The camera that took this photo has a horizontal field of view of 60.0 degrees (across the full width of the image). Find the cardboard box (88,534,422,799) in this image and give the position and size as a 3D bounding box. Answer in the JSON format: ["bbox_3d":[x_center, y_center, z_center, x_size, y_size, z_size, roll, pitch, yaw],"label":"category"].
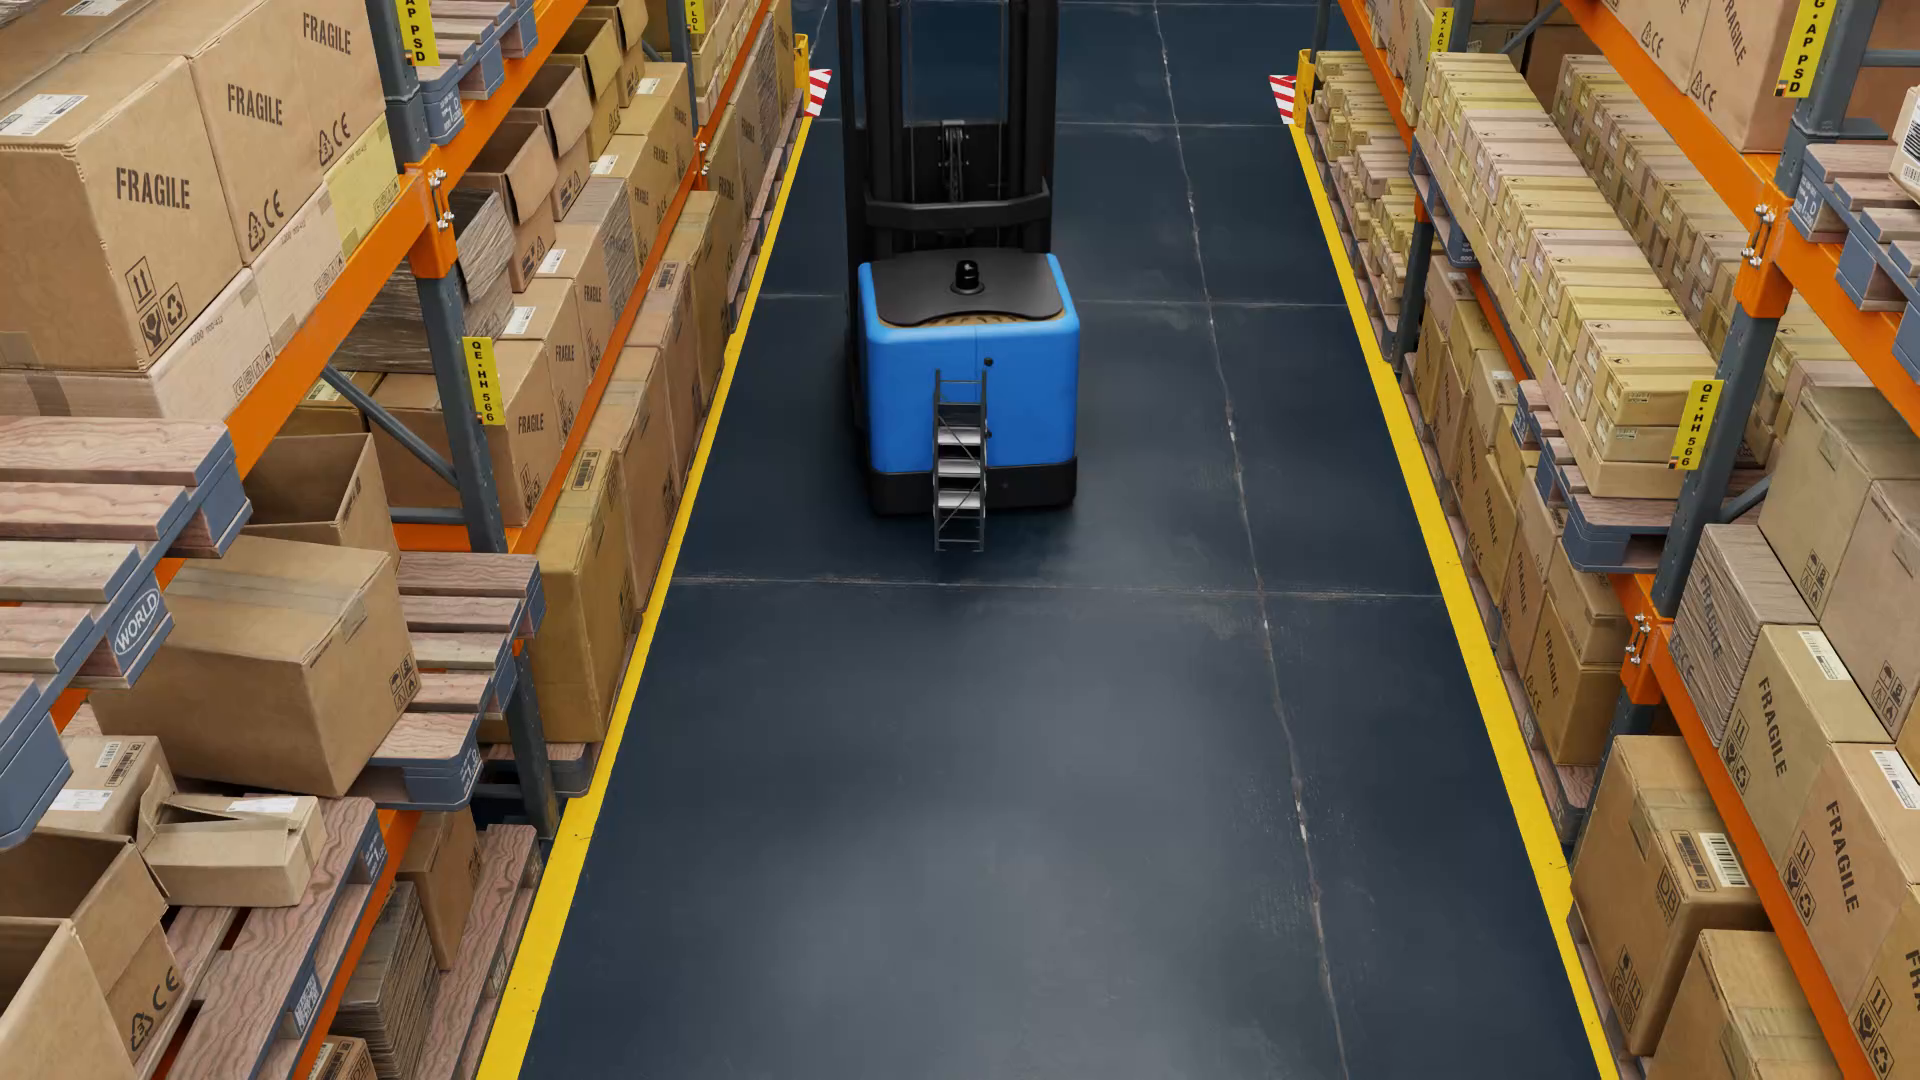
[{"bbox_3d":[-2.005,0.338,4.708,0.700,0.500,0.500,6,36,9],"label":"cardboard box"}]

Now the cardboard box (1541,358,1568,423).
[{"bbox_3d":[2.434,-0.564,6.297,0.380,0.149,0.250,2,35,3],"label":"cardboard box"}]

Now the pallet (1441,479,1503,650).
[{"bbox_3d":[2.936,0.082,7.950,1.003,0.211,1.213,1,35,2],"label":"pallet"}]

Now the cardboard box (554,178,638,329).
[{"bbox_3d":[-1.751,-1.275,7.369,0.500,0.500,0.500,1,35,2],"label":"cardboard box"}]

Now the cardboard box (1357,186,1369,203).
[{"bbox_3d":[2.807,-2.190,10.872,0.380,0.149,0.250,2,35,3],"label":"cardboard box"}]

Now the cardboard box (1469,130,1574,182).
[{"bbox_3d":[2.497,-1.708,7.407,0.380,0.149,0.250,1,35,1],"label":"cardboard box"}]

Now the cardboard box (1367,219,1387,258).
[{"bbox_3d":[2.699,-1.834,10.107,0.380,0.149,0.250,0,35,0],"label":"cardboard box"}]

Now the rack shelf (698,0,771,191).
[{"bbox_3d":[-1.859,-3.236,10.872,1.077,0.370,4.000,1,35,2],"label":"rack shelf"}]

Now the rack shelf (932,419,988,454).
[{"bbox_3d":[0.000,-0.493,7.914,0.258,0.077,0.200,1,35,2],"label":"rack shelf"}]

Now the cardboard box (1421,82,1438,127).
[{"bbox_3d":[2.537,-2.184,8.343,0.380,0.149,0.250,2,35,3],"label":"cardboard box"}]

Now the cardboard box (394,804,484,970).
[{"bbox_3d":[-2.107,1.145,5.804,0.700,0.500,0.500,0,35,-1],"label":"cardboard box"}]

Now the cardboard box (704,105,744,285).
[{"bbox_3d":[-1.833,-2.061,10.057,0.875,0.875,0.875,1,35,2],"label":"cardboard box"}]

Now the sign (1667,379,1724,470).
[{"bbox_3d":[2.309,-0.359,5.214,0.100,0.325,0.005,1,35,2],"label":"sign"}]

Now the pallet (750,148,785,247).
[{"bbox_3d":[-1.785,-2.378,11.451,1.003,0.211,1.213,1,35,2],"label":"pallet"}]

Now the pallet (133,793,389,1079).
[{"bbox_3d":[-2.139,1.133,4.195,1.003,0.211,1.213,1,35,2],"label":"pallet"}]

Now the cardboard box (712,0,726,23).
[{"bbox_3d":[-1.638,-3.301,9.557,0.500,0.500,0.500,1,35,2],"label":"cardboard box"}]

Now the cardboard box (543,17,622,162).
[{"bbox_3d":[-1.996,-2.072,7.630,0.797,0.503,0.637,2,35,2],"label":"cardboard box"}]

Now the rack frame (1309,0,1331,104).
[{"bbox_3d":[3.173,-4.507,12.054,1.000,3.000,0.127,1,35,2],"label":"rack frame"}]

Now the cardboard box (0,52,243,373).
[{"bbox_3d":[-1.915,-0.697,3.503,0.500,0.500,0.500,2,35,3],"label":"cardboard box"}]

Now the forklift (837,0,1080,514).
[{"bbox_3d":[-0.086,-2.160,8.775,1.130,2.935,3.031,-4,35,-5],"label":"forklift"}]

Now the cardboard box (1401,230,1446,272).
[{"bbox_3d":[2.766,-1.668,9.612,0.380,0.149,0.250,2,35,3],"label":"cardboard box"}]

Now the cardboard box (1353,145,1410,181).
[{"bbox_3d":[2.745,-2.419,10.680,0.380,0.149,0.250,0,35,0],"label":"cardboard box"}]

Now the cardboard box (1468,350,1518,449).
[{"bbox_3d":[2.675,-0.647,7.719,0.500,0.250,0.500,3,35,4],"label":"cardboard box"}]

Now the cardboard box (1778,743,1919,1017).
[{"bbox_3d":[2.525,0.882,4.299,0.500,0.500,0.500,1,35,2],"label":"cardboard box"}]

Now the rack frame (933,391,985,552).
[{"bbox_3d":[-0.004,-0.314,7.915,0.240,0.900,0.006,1,35,2],"label":"rack frame"}]

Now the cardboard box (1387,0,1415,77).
[{"bbox_3d":[2.771,-2.954,9.499,0.500,0.500,0.500,0,35,1],"label":"cardboard box"}]

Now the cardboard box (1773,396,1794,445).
[{"bbox_3d":[3.071,-0.374,5.769,0.380,0.149,0.250,3,35,4],"label":"cardboard box"}]

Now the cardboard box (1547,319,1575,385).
[{"bbox_3d":[2.433,-0.700,6.233,0.380,0.149,0.250,2,35,3],"label":"cardboard box"}]

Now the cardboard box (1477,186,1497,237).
[{"bbox_3d":[2.489,-1.430,7.271,0.380,0.149,0.250,1,35,1],"label":"cardboard box"}]

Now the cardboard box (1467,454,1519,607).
[{"bbox_3d":[2.646,-0.046,7.516,0.500,0.500,0.500,0,35,0],"label":"cardboard box"}]

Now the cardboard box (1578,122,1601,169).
[{"bbox_3d":[3.171,-1.873,7.900,0.380,0.149,0.250,3,35,4],"label":"cardboard box"}]

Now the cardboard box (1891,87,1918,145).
[{"bbox_3d":[2.678,-1.060,4.307,0.380,0.149,0.250,0,35,0],"label":"cardboard box"}]

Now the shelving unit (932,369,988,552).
[{"bbox_3d":[0.000,-0.373,7.998,0.258,0.900,0.210,1,35,2],"label":"shelving unit"}]

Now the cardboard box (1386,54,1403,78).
[{"bbox_3d":[2.778,-2.883,9.961,0.380,0.149,0.250,0,35,0],"label":"cardboard box"}]

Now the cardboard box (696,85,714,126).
[{"bbox_3d":[-1.595,-2.441,9.333,0.380,0.149,0.250,1,35,2],"label":"cardboard box"}]

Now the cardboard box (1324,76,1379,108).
[{"bbox_3d":[2.783,-3.160,11.734,0.380,0.149,0.250,1,35,2],"label":"cardboard box"}]

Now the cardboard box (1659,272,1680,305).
[{"bbox_3d":[3.122,-0.994,6.909,0.380,0.149,0.250,2,35,3],"label":"cardboard box"}]

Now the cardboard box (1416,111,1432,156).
[{"bbox_3d":[2.537,-2.062,8.429,0.380,0.149,0.250,0,35,0],"label":"cardboard box"}]

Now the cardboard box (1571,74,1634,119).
[{"bbox_3d":[3.181,-2.132,8.010,0.380,0.149,0.250,0,35,0],"label":"cardboard box"}]

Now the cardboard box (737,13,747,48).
[{"bbox_3d":[-1.544,-3.186,10.393,0.380,0.149,0.250,2,35,2],"label":"cardboard box"}]

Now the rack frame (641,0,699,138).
[{"bbox_3d":[-1.940,-2.382,9.030,1.000,3.000,0.127,1,35,2],"label":"rack frame"}]

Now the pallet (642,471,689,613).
[{"bbox_3d":[-1.942,-0.093,8.198,1.003,0.211,1.213,1,35,2],"label":"pallet"}]

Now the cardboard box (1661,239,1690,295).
[{"bbox_3d":[3.122,-1.114,6.822,0.380,0.149,0.250,1,35,1],"label":"cardboard box"}]

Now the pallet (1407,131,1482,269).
[{"bbox_3d":[2.836,-1.695,8.219,1.003,0.211,1.213,1,35,2],"label":"pallet"}]

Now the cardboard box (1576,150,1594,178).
[{"bbox_3d":[3.172,-1.753,7.989,0.380,0.149,0.250,1,35,2],"label":"cardboard box"}]

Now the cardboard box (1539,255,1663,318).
[{"bbox_3d":[2.443,-0.964,6.348,0.380,0.149,0.250,2,35,3],"label":"cardboard box"}]

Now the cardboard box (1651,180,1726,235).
[{"bbox_3d":[3.129,-1.383,6.944,0.380,0.149,0.250,1,35,1],"label":"cardboard box"}]

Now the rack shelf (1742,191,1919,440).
[{"bbox_3d":[2.771,0.305,3.224,1.077,0.370,4.000,1,35,2],"label":"rack shelf"}]

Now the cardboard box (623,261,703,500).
[{"bbox_3d":[-1.981,-0.802,8.266,1.225,0.875,0.875,0,35,0],"label":"cardboard box"}]

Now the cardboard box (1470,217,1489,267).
[{"bbox_3d":[2.490,-1.312,7.361,0.380,0.149,0.250,1,35,1],"label":"cardboard box"}]

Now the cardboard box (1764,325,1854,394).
[{"bbox_3d":[3.072,-0.639,5.886,0.380,0.149,0.250,0,35,1],"label":"cardboard box"}]

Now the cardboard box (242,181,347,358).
[{"bbox_3d":[-1.881,-0.685,4.138,0.500,0.250,0.500,1,35,2],"label":"cardboard box"}]
